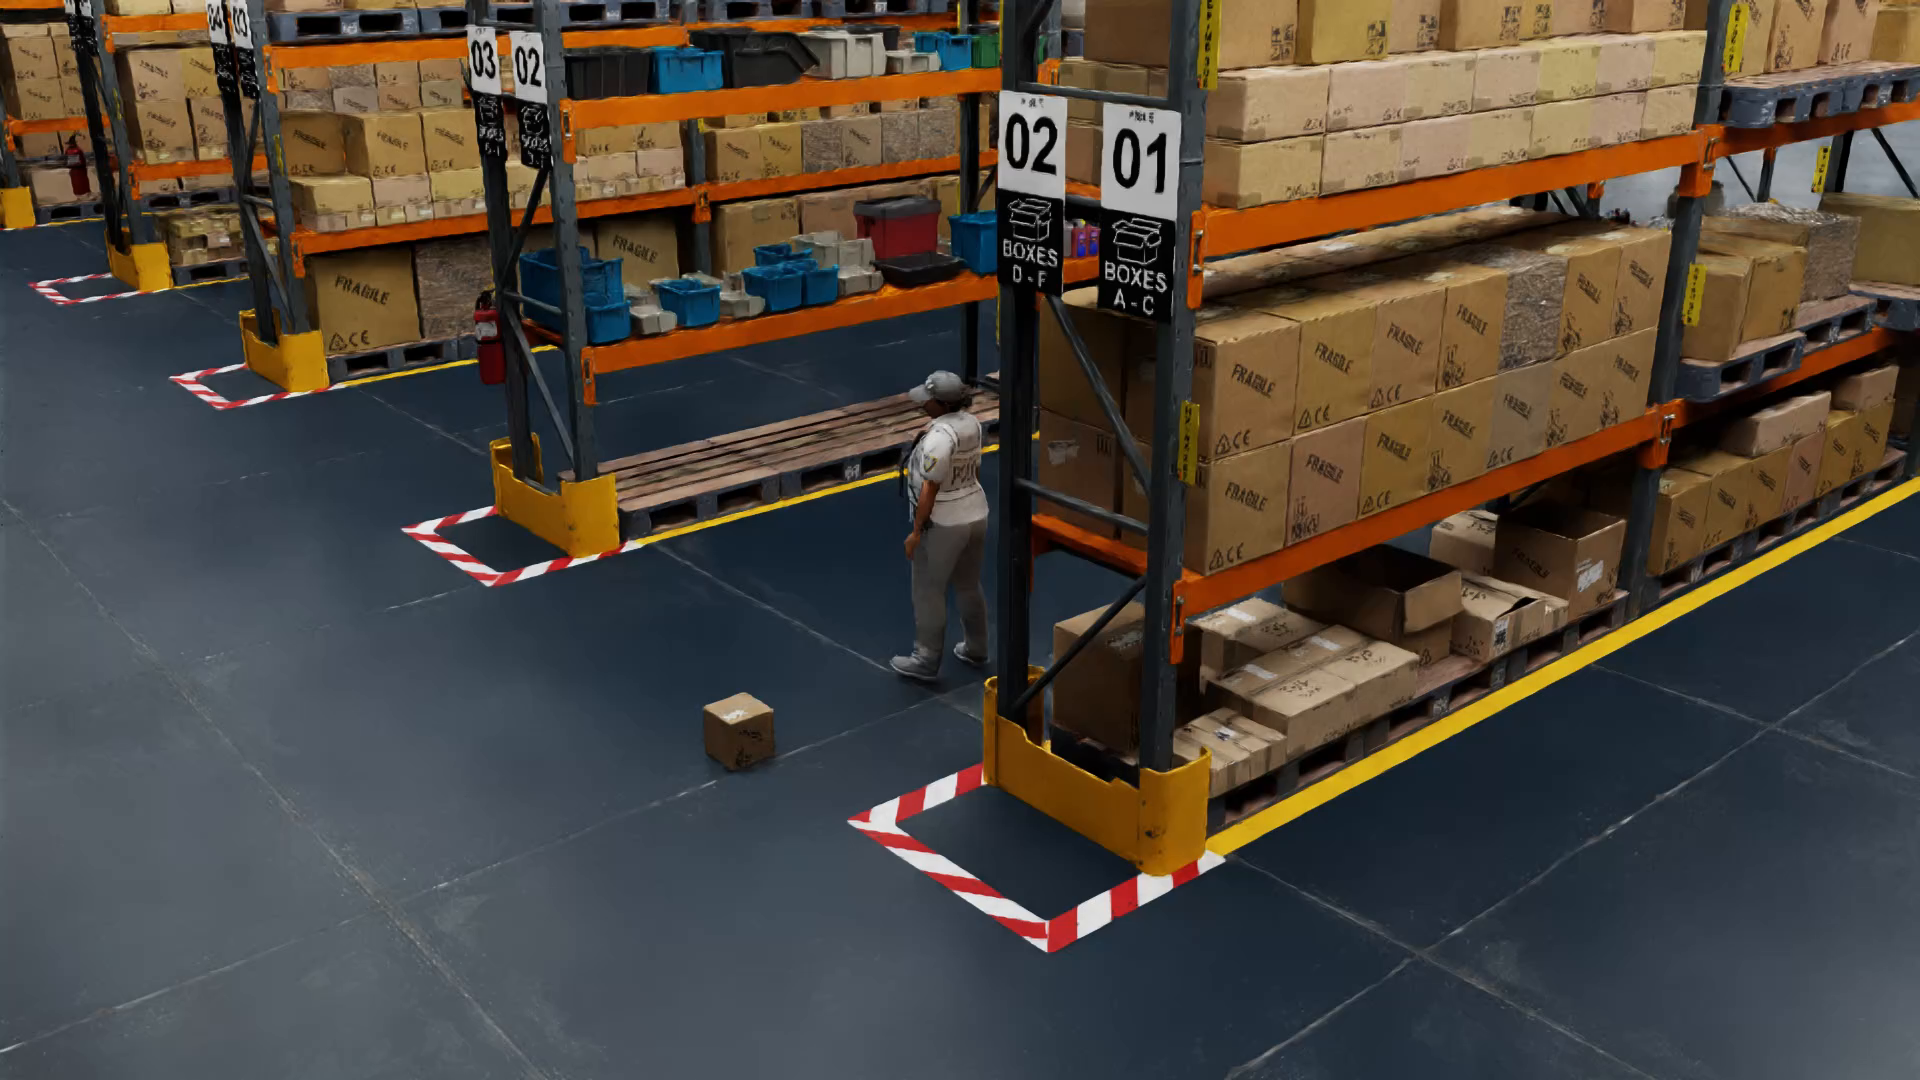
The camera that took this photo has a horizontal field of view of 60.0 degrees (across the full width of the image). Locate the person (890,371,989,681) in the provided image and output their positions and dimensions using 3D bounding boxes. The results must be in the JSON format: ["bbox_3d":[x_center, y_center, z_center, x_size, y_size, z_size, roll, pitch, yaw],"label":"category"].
[{"bbox_3d":[-0.088,-0.082,8.728,0.470,1.672,0.562,12,24,28],"label":"person"}]
